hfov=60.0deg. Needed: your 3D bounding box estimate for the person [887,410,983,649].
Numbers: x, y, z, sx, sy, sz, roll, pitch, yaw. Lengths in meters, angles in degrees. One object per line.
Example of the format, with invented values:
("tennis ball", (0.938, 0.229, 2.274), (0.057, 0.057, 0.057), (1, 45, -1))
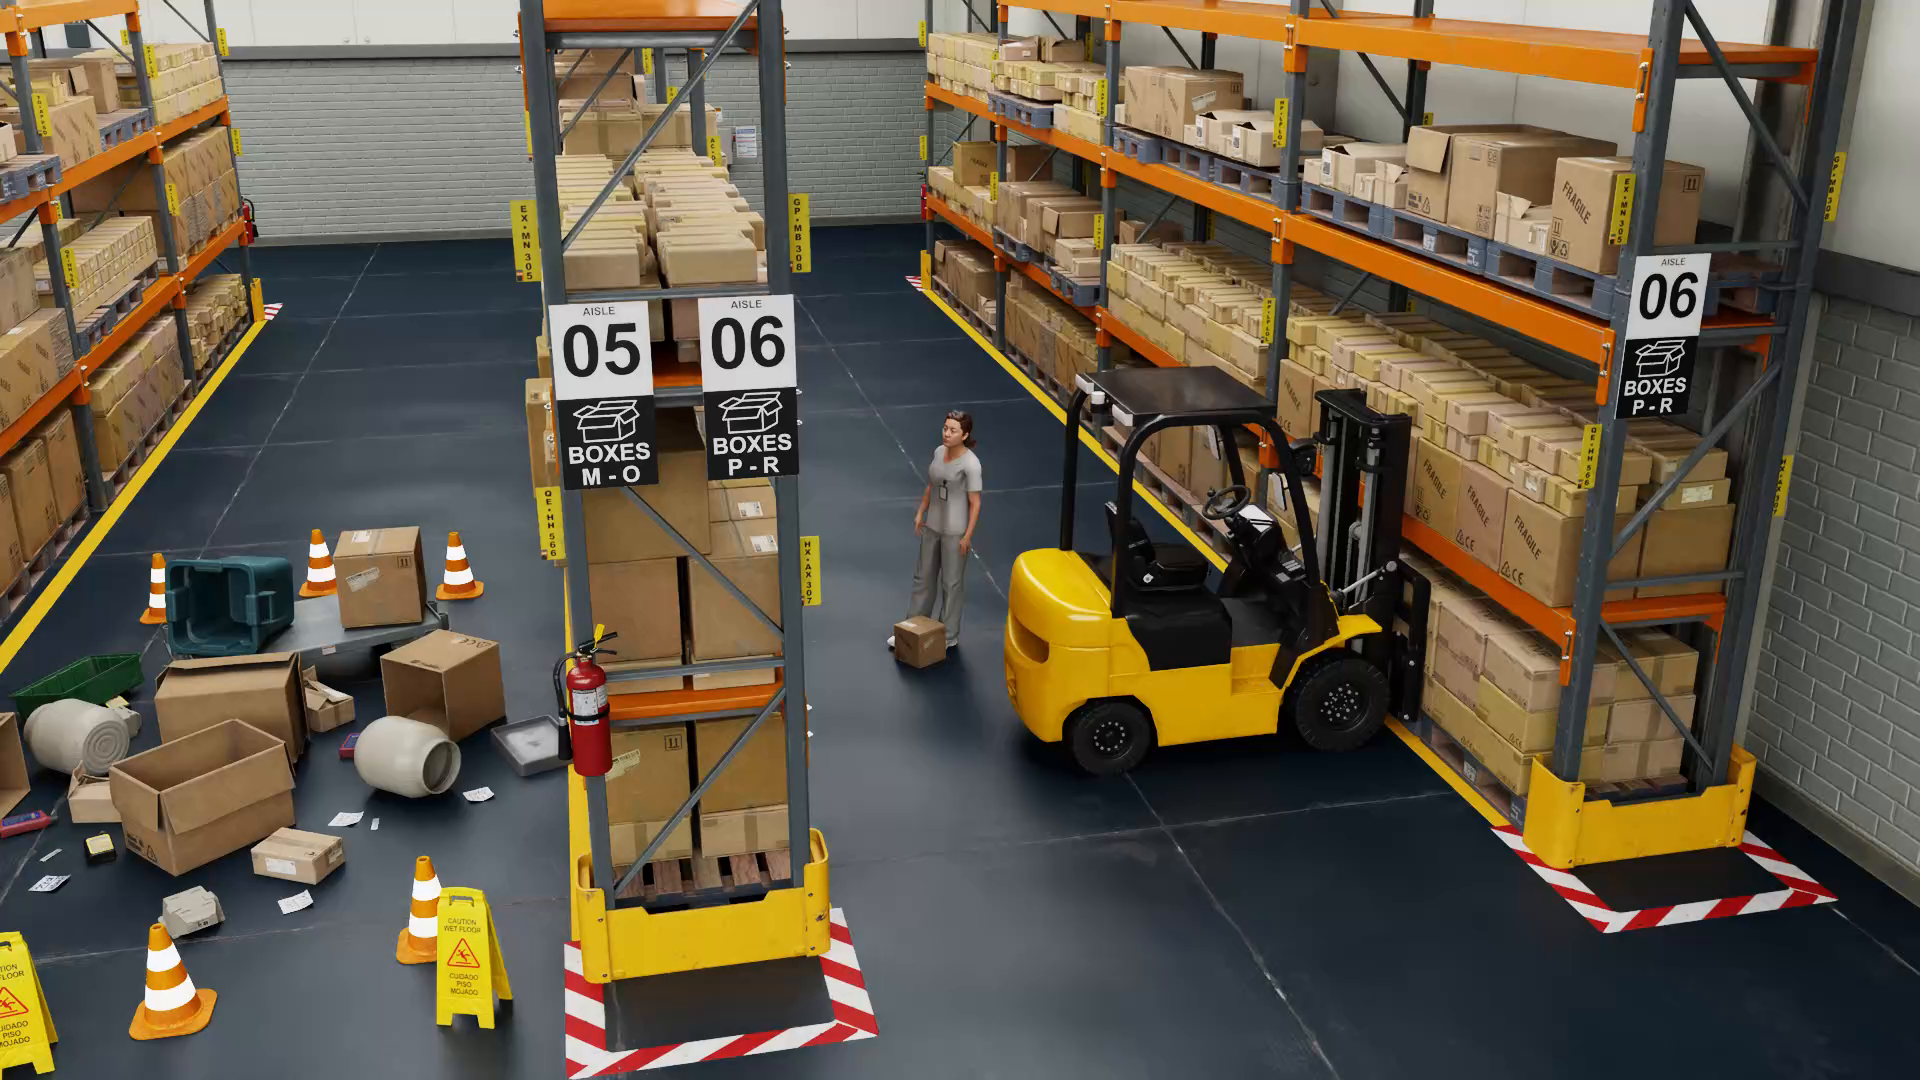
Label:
("person", (-0.136, -0.050, 11.184), (0.549, 1.676, 0.549), (-17, 26, -39))
